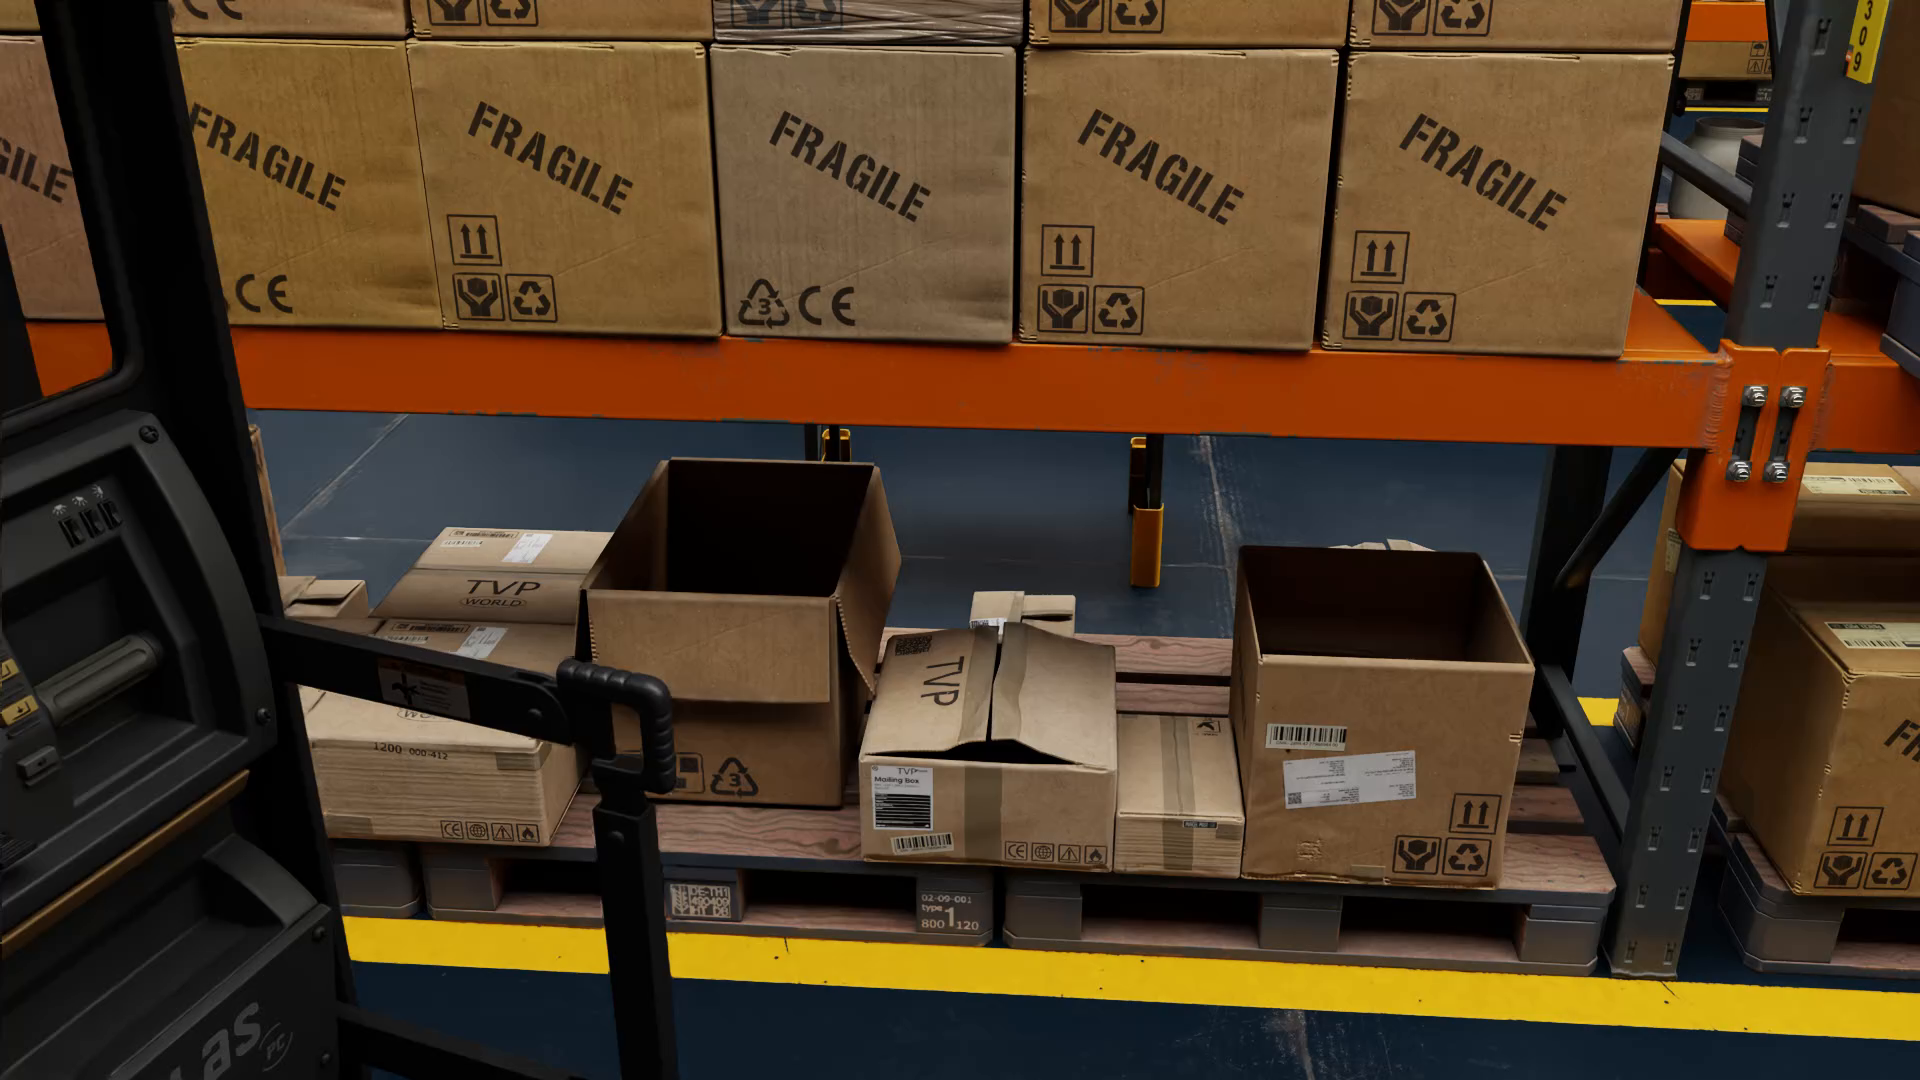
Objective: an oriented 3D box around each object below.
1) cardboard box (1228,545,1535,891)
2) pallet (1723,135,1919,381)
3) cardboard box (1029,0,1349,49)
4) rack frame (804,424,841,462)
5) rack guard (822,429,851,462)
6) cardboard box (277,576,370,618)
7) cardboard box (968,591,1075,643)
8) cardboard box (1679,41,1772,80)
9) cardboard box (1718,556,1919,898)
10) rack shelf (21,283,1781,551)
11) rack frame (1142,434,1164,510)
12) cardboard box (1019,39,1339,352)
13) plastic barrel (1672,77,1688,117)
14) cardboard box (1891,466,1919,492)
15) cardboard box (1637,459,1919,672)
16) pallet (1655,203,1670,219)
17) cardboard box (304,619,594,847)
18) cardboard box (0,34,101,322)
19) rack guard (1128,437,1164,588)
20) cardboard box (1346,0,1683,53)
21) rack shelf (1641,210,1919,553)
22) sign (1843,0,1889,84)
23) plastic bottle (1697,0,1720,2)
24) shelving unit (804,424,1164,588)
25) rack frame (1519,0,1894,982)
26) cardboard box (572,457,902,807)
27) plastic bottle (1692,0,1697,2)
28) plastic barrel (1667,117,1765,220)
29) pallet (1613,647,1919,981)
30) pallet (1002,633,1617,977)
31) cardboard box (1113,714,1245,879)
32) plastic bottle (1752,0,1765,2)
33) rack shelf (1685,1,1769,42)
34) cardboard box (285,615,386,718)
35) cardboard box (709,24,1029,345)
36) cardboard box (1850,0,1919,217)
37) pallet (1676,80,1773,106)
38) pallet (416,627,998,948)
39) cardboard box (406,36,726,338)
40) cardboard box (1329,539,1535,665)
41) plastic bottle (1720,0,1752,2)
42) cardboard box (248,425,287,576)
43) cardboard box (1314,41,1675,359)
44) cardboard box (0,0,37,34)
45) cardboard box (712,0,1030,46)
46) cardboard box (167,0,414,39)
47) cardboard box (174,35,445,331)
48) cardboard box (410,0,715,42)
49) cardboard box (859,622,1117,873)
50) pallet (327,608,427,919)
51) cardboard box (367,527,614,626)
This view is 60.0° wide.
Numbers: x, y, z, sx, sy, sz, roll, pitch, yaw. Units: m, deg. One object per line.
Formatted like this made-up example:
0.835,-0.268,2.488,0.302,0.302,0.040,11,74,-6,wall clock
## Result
0.819,0.347,3.372,0.500,0.500,0.500,2,25,4,cardboard box
2.197,-0.531,3.044,1.213,0.211,1.003,2,25,4,pallet
0.374,-1.112,2.762,0.500,0.500,0.500,1,25,3,cardboard box
-0.422,-0.695,4.966,0.032,1.500,0.500,2,25,4,rack frame
-0.421,-0.127,5.227,0.087,0.250,0.587,2,25,4,rack guard
-1.622,0.236,4.013,0.250,0.166,0.380,2,25,4,cardboard box
0.144,0.271,3.935,0.250,0.166,0.380,2,25,4,cardboard box
5.473,-3.946,12.276,0.875,0.875,1.225,1,25,2,cardboard box
1.872,0.364,3.335,0.500,0.500,0.500,1,25,2,cardboard box
-0.585,-0.426,3.448,4.000,0.370,1.077,2,25,4,rack shelf
0.592,-0.662,4.895,0.032,1.500,0.500,2,25,4,rack frame
0.377,-0.659,2.975,0.500,0.500,0.500,3,25,5,cardboard box
3.039,-1.944,7.893,0.708,0.901,0.600,2,25,4,plastic barrel
2.415,0.163,3.772,0.500,0.500,0.500,2,25,4,cardboard box
1.923,0.143,3.814,0.500,0.500,0.500,2,25,4,cardboard box
3.778,-1.406,8.054,1.213,0.211,1.003,2,25,4,pallet
-1.062,0.400,3.555,0.500,0.250,0.500,2,25,4,cardboard box
-1.642,-0.724,3.115,0.500,0.500,0.500,2,25,3,cardboard box
0.573,-0.095,5.158,0.087,0.250,0.587,2,25,4,rack guard
0.885,-1.097,2.729,0.500,0.500,0.500,2,25,4,cardboard box
3.403,-0.298,3.170,4.000,0.370,1.077,2,25,4,rack shelf
1.375,-0.856,2.485,0.005,0.325,0.100,2,25,4,sign
3.261,-2.445,7.212,0.097,0.201,0.097,0,25,0,plastic bottle
0.076,-0.679,4.931,1.083,1.500,0.587,2,25,4,shelving unit
1.409,-0.689,3.158,0.127,3.000,1.000,2,25,4,rack frame
-0.465,0.187,3.714,0.637,0.503,0.797,2,25,4,cardboard box
3.147,-2.494,7.229,0.135,0.276,0.152,2,25,4,plastic bottle
3.595,-1.711,7.854,0.421,0.512,0.421,0,25,0,plastic barrel
2.223,0.588,3.719,1.213,0.211,1.003,2,25,4,pallet
0.724,0.556,3.790,1.213,0.211,1.003,2,25,4,pallet
0.440,0.519,3.417,0.250,0.149,0.380,2,25,4,cardboard box
3.492,-2.469,7.181,0.097,0.271,0.097,0,25,0,plastic bottle
3.786,-2.362,7.656,4.000,0.370,1.077,2,25,4,rack shelf
-1.561,0.384,3.590,0.500,0.250,0.500,2,25,4,cardboard box
-0.136,-0.675,3.008,0.500,0.500,0.500,2,25,5,cardboard box
1.864,-0.817,2.814,0.500,0.500,0.700,-6,25,-14,cardboard box
5.379,-3.479,12.559,1.213,0.211,1.003,2,25,4,pallet
-0.496,0.518,3.873,1.213,0.211,1.003,2,25,4,pallet
-0.644,-0.690,3.041,0.500,0.500,0.500,2,25,5,cardboard box
1.007,0.229,3.854,0.500,0.311,0.500,2,25,4,cardboard box
3.379,-2.486,7.213,0.135,0.276,0.152,2,25,4,plastic bottle
-2.018,0.034,4.053,0.500,0.500,0.500,2,25,4,cardboard box
0.891,-0.643,2.940,0.500,0.500,0.500,2,25,5,cardboard box
-1.635,-1.179,2.908,0.500,0.500,0.500,2,25,5,cardboard box
-0.129,-1.128,2.798,0.500,0.500,0.500,2,25,4,cardboard box
-1.137,-1.161,2.868,0.500,0.500,0.500,2,25,5,cardboard box
-1.142,-0.707,3.077,0.500,0.500,0.500,2,25,4,cardboard box
-0.630,-1.145,2.834,0.500,0.500,0.500,2,25,4,cardboard box
0.071,0.409,3.463,0.500,0.311,0.500,2,25,4,cardboard box
-1.709,0.478,3.960,1.213,0.211,1.003,2,25,4,pallet
-1.074,0.190,4.012,0.500,0.250,0.500,2,25,4,cardboard box
